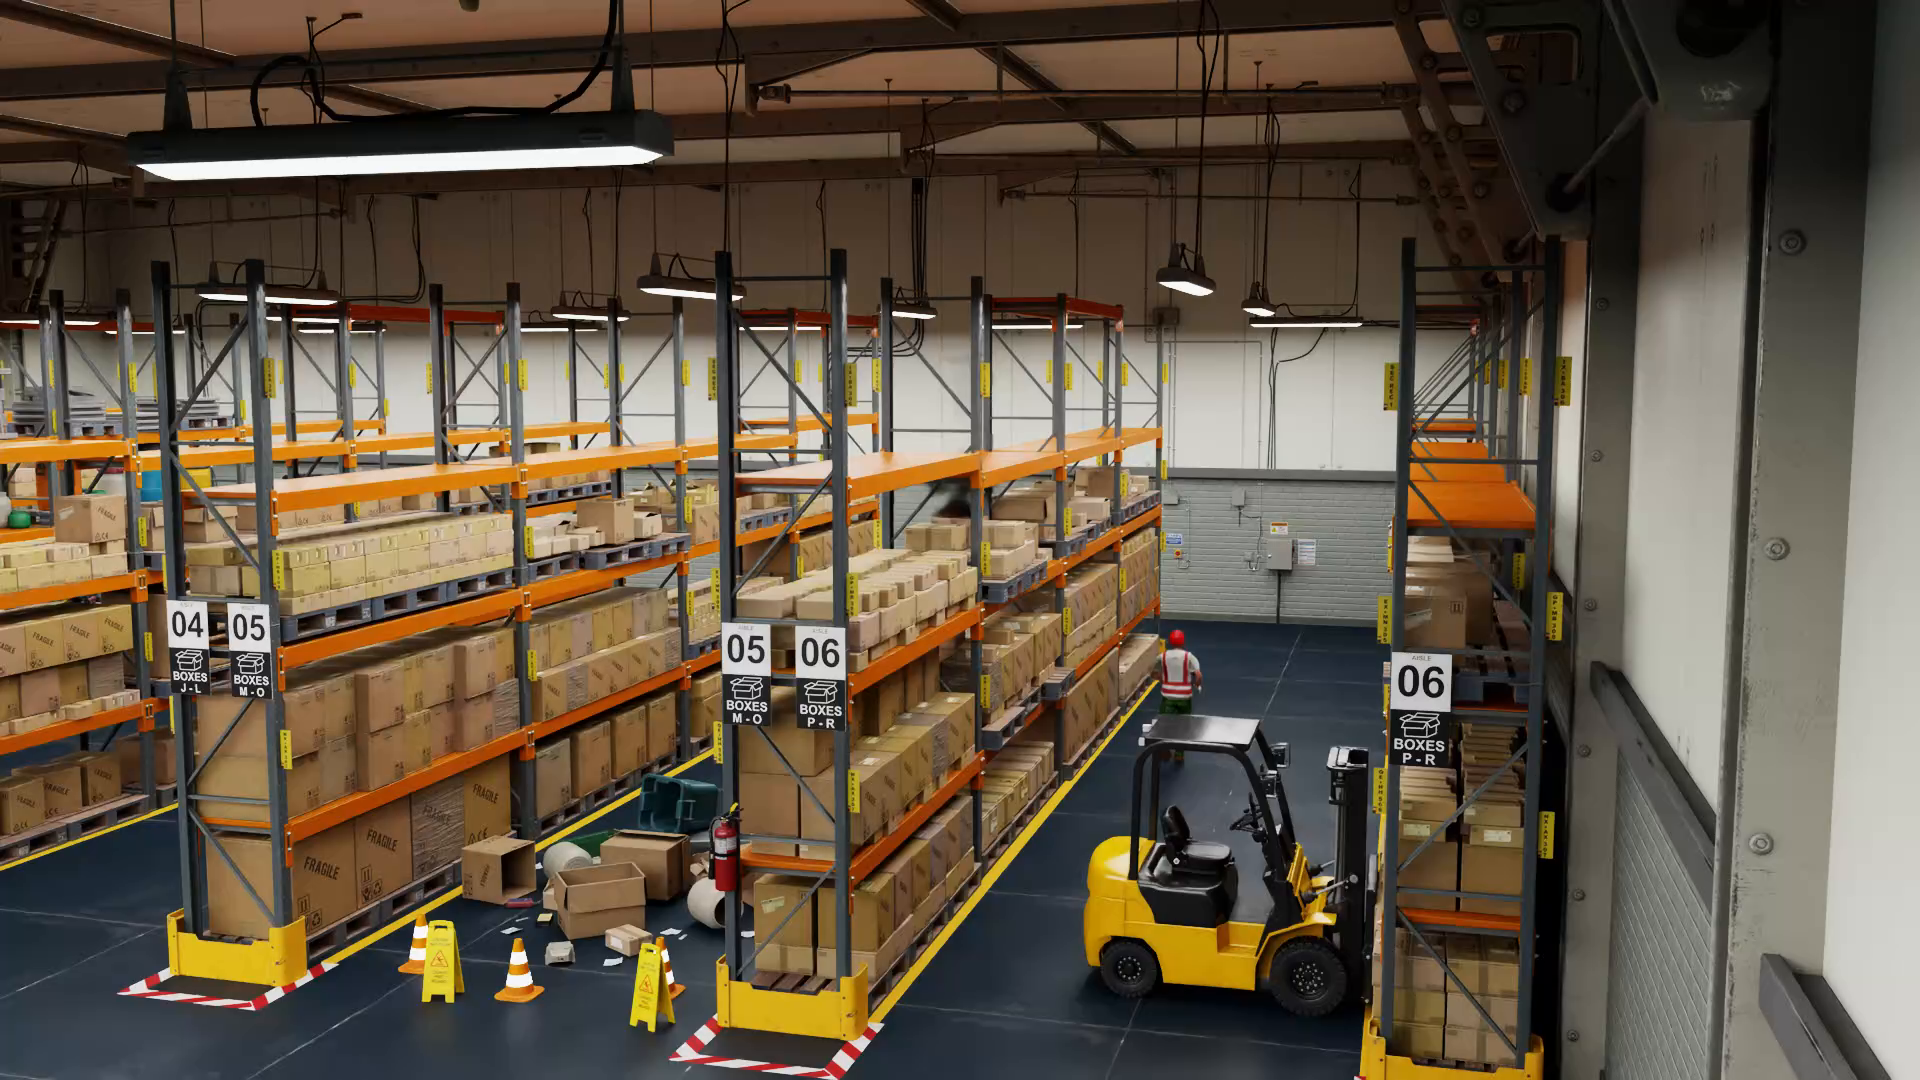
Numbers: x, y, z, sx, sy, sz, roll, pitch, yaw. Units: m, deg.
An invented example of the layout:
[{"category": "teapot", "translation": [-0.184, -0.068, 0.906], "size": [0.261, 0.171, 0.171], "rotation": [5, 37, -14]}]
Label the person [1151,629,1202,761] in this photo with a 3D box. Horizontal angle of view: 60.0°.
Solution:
[{"category": "person", "translation": [2.797, 2.023, 21.483], "size": [0.668, 1.760, 0.862], "rotation": [1, 6, 13]}]
